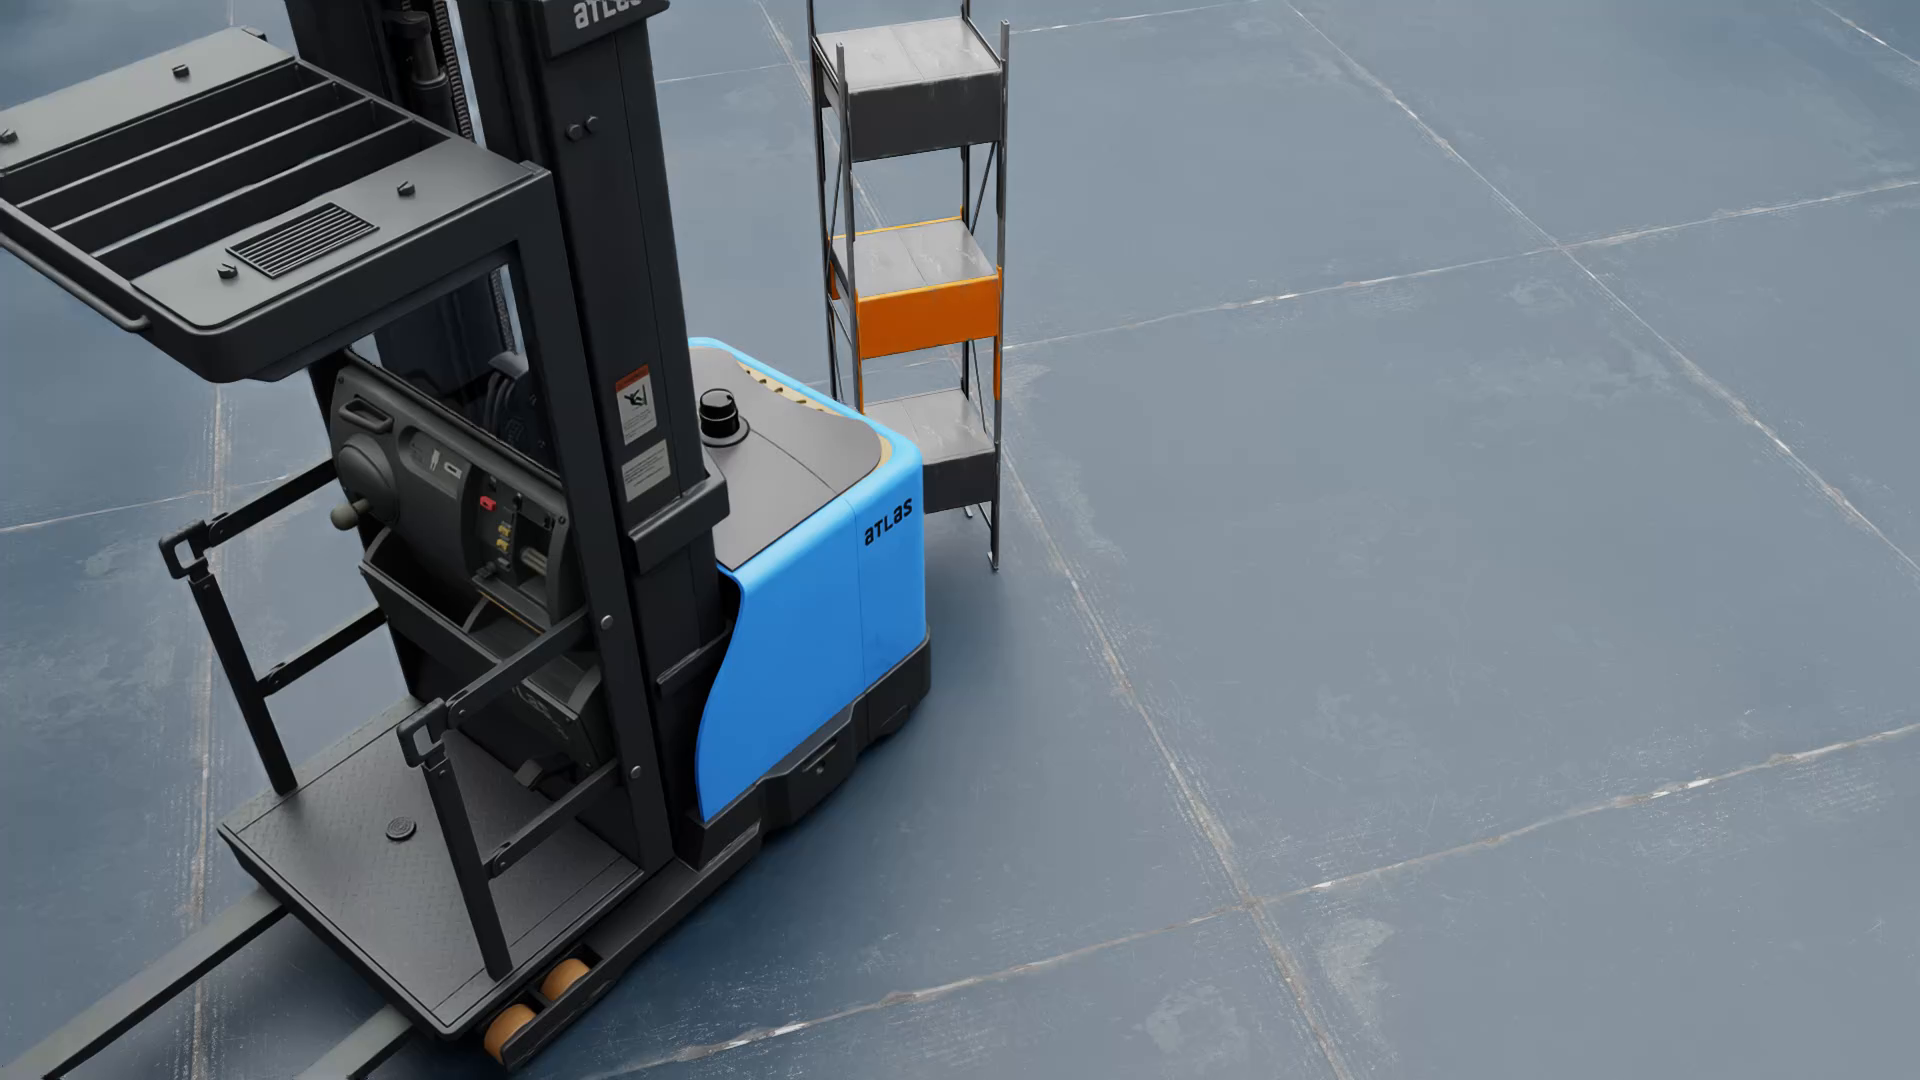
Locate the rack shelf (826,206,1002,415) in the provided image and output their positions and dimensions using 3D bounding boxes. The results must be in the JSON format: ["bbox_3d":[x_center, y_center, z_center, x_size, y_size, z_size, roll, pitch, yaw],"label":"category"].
[{"bbox_3d":[-0.158,-0.748,5.531,0.480,0.518,0.431,-12,42,-13],"label":"rack shelf"}]

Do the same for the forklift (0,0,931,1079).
[{"bbox_3d":[-1.425,-0.032,4.059,1.130,2.935,3.031,29,49,29],"label":"forklift"}]

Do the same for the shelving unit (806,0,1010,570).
[{"bbox_3d":[-0.158,-0.758,5.522,0.503,2.100,0.431,-12,42,-13],"label":"shelving unit"}]

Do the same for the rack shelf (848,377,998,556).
[{"bbox_3d":[-0.158,-0.221,5.991,0.480,0.518,0.431,-12,42,-13],"label":"rack shelf"}]

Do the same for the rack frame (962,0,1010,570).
[{"bbox_3d":[0.075,-0.806,5.577,0.015,2.100,0.400,-12,42,-13],"label":"rack frame"}]

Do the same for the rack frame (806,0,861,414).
[{"bbox_3d":[-0.391,-0.710,5.467,0.015,2.100,0.400,-12,42,-13],"label":"rack frame"}]

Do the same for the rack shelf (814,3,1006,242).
[{"bbox_3d":[-0.158,-1.275,5.070,0.480,0.518,0.431,-12,42,-13],"label":"rack shelf"}]
